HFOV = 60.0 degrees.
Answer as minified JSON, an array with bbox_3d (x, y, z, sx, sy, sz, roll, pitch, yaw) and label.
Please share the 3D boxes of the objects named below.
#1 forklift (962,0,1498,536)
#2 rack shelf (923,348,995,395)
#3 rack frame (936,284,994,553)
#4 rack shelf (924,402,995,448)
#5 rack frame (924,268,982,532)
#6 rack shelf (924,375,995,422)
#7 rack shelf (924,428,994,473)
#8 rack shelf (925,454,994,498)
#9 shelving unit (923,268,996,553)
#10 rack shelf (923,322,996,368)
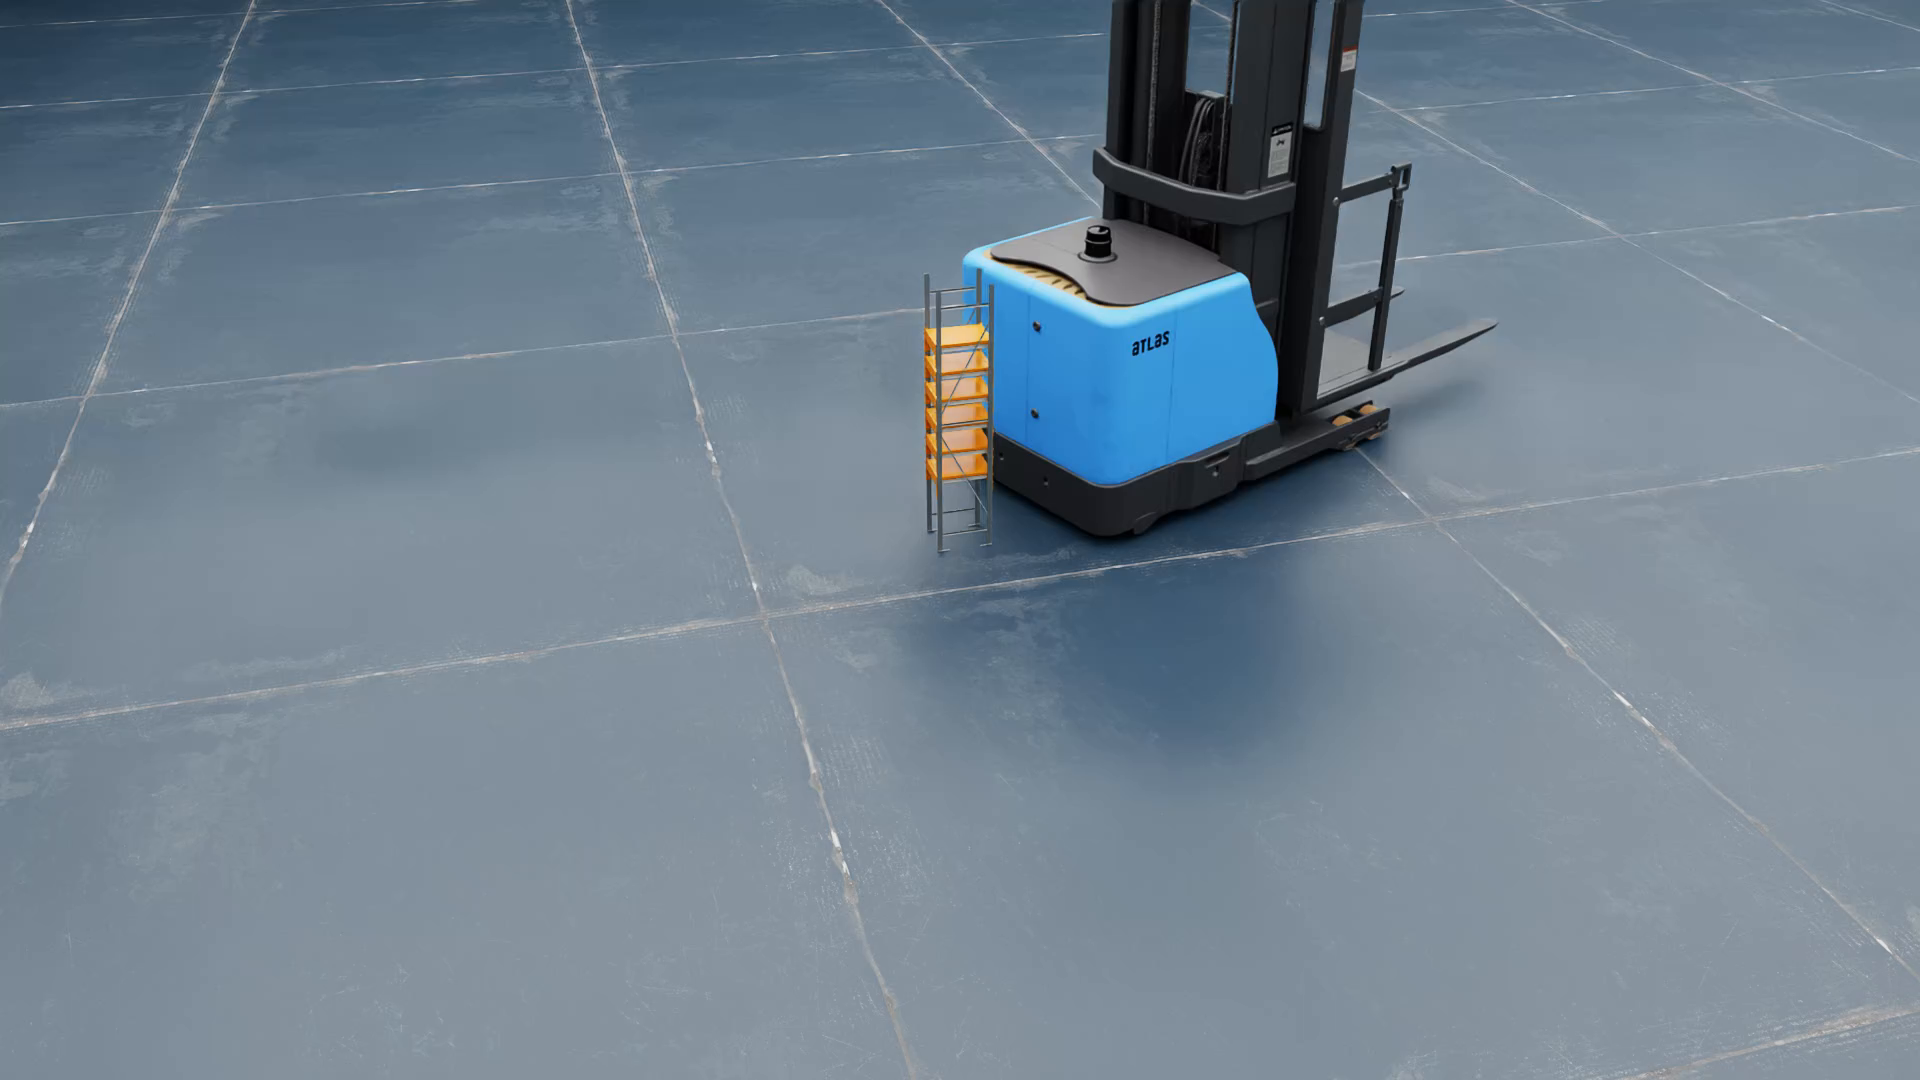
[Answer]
[{"bbox_3d":[1.461,-1.882,7.575,3.031,2.935,1.130,-22,37,-33],"label":"forklift"},{"bbox_3d":[-0.004,-0.696,6.864,0.258,0.103,0.180,-8,31,-13],"label":"rack shelf"},{"bbox_3d":[0.020,-0.482,6.885,0.240,1.200,0.006,-8,31,-13],"label":"rack frame"},{"bbox_3d":[-0.004,-0.488,6.984,0.258,0.103,0.180,-8,31,-13],"label":"rack shelf"},{"bbox_3d":[-0.028,-0.570,7.038,0.240,1.200,0.006,-8,31,-13],"label":"rack frame"},{"bbox_3d":[-0.004,-0.592,6.924,0.258,0.103,0.180,-8,31,-13],"label":"rack shelf"},{"bbox_3d":[-0.004,-0.384,7.044,0.258,0.103,0.180,-8,31,-13],"label":"rack shelf"},{"bbox_3d":[-0.004,-0.280,7.104,0.258,0.103,0.180,-8,31,-13],"label":"rack shelf"},{"bbox_3d":[-0.004,-0.526,6.962,0.258,1.200,0.189,-8,31,-13],"label":"shelving unit"},{"bbox_3d":[-0.004,-0.799,6.803,0.258,0.103,0.180,-8,31,-13],"label":"rack shelf"}]
